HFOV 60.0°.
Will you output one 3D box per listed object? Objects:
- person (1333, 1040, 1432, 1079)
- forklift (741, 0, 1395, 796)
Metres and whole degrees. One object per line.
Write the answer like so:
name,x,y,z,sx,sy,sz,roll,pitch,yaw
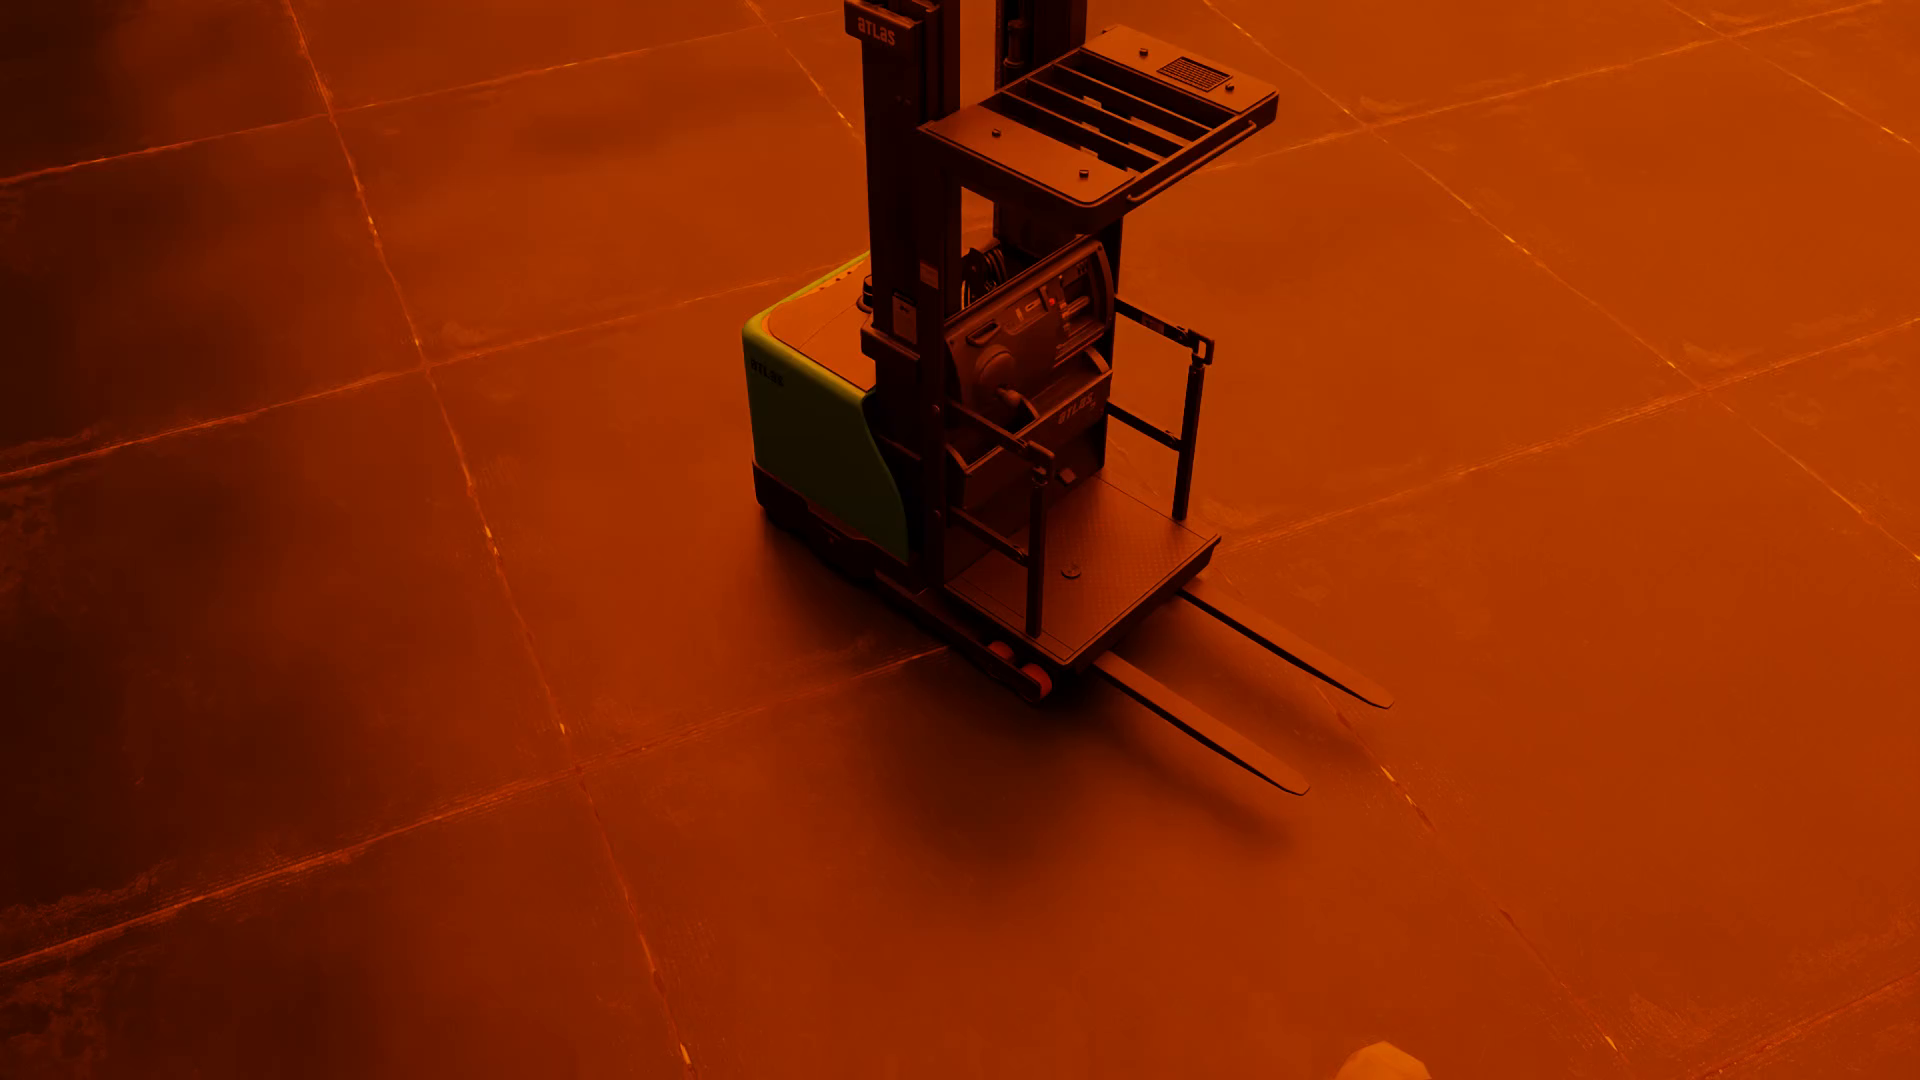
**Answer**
person,1.150,1.991,4.557,0.812,1.650,0.441,-2,43,-2
forklift,0.445,-0.788,6.525,3.031,2.935,1.130,32,52,30
